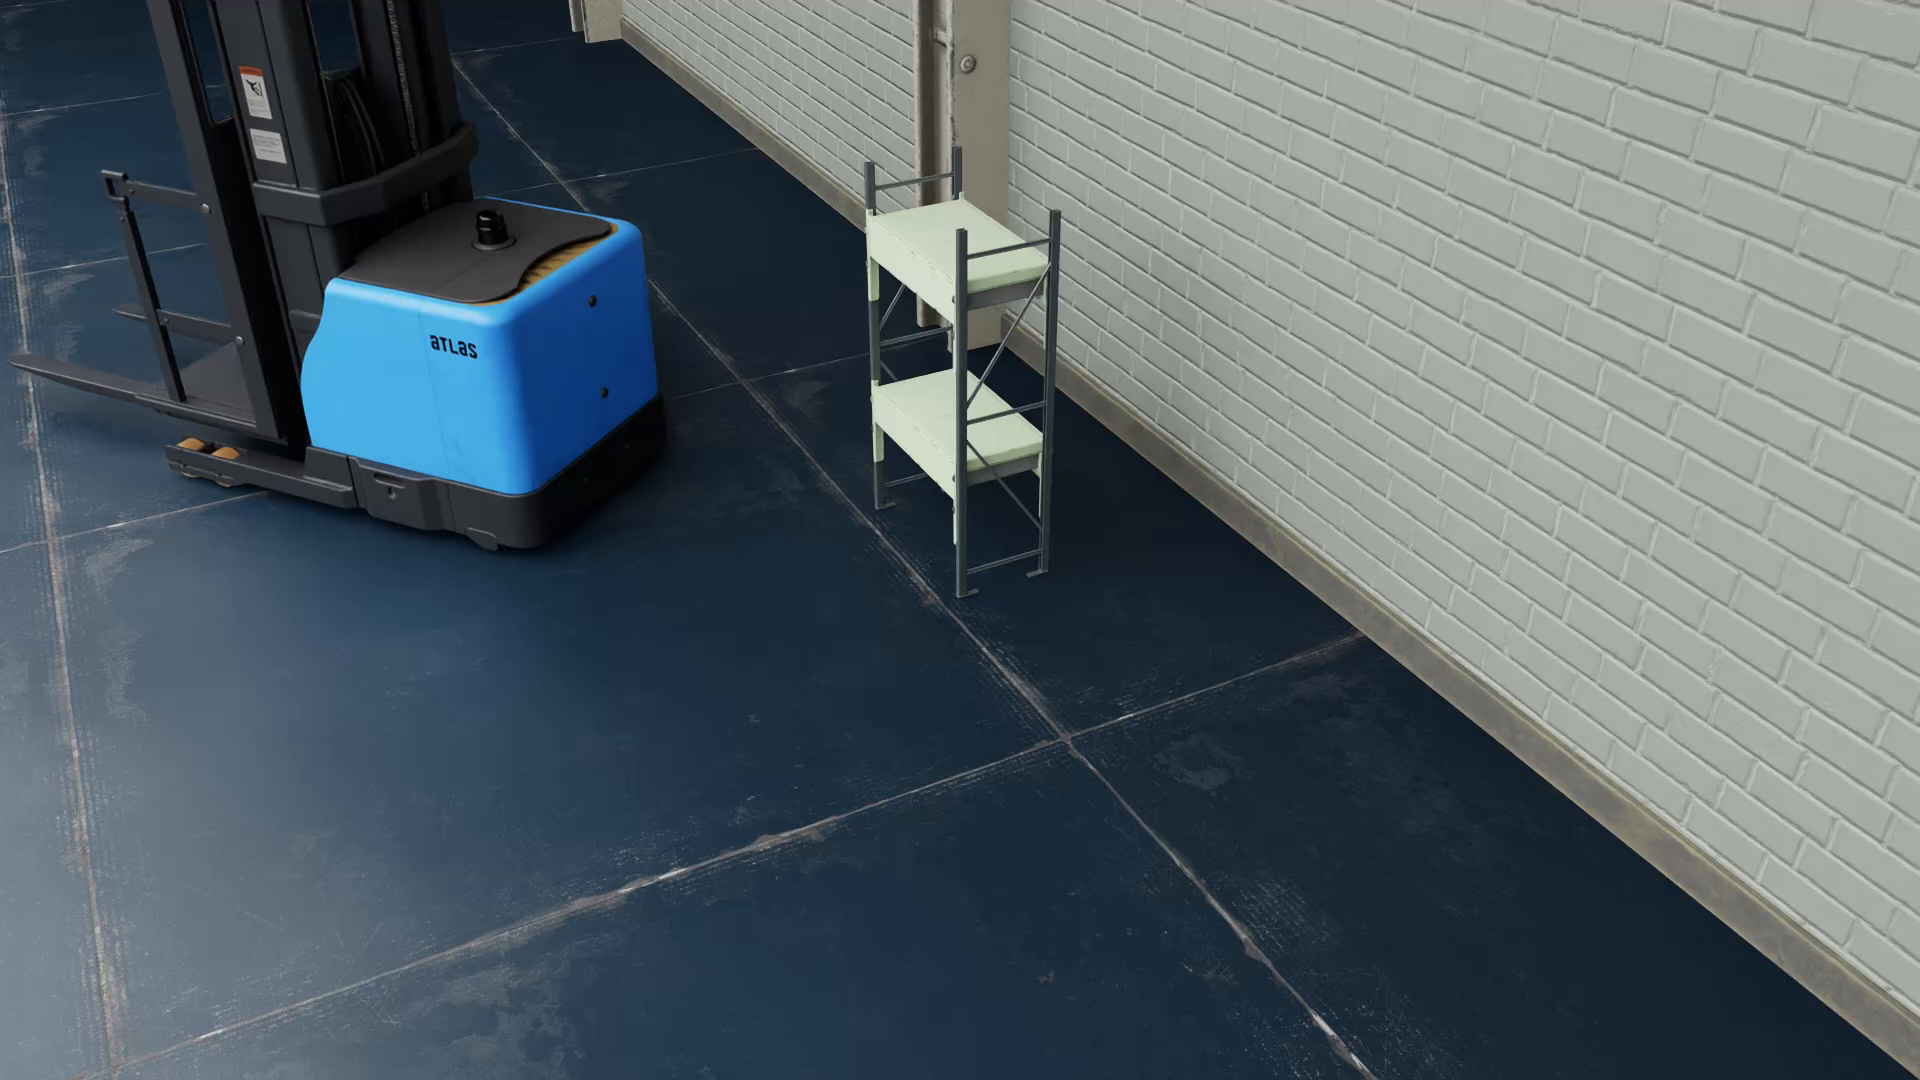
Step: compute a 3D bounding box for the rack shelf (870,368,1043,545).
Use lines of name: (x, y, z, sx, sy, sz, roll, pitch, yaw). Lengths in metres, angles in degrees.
rack shelf: (-0.003, -0.360, 6.526, 0.431, 0.370, 0.720, -16, 36, -23)

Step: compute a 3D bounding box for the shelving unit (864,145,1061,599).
shelving unit: (-0.003, -0.635, 6.350, 0.431, 1.500, 0.755, -16, 36, -23)

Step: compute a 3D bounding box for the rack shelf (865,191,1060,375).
rack shelf: (-0.003, -0.963, 6.140, 0.431, 0.370, 0.720, -16, 36, -23)

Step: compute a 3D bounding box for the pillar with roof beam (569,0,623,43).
pillar with roof beam: (-6.599, -6.620, 8.741, 9.100, 9.000, 0.400, -16, 36, -23)

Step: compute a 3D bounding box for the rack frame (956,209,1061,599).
rack frame: (0.168, -0.460, 6.078, 0.400, 1.500, 0.023, -16, 36, -23)

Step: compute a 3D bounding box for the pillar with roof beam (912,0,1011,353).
pillar with roof beam: (-3.802, -3.757, 4.272, 9.100, 9.000, 0.400, -16, 36, -23)

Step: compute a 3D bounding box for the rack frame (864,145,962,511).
rack frame: (-0.174, -0.809, 6.623, 0.400, 1.500, 0.023, -16, 36, -23)

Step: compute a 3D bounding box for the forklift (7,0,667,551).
forklift: (-2.849, -1.707, 6.697, 3.031, 2.935, 1.130, 13, 35, 20)
